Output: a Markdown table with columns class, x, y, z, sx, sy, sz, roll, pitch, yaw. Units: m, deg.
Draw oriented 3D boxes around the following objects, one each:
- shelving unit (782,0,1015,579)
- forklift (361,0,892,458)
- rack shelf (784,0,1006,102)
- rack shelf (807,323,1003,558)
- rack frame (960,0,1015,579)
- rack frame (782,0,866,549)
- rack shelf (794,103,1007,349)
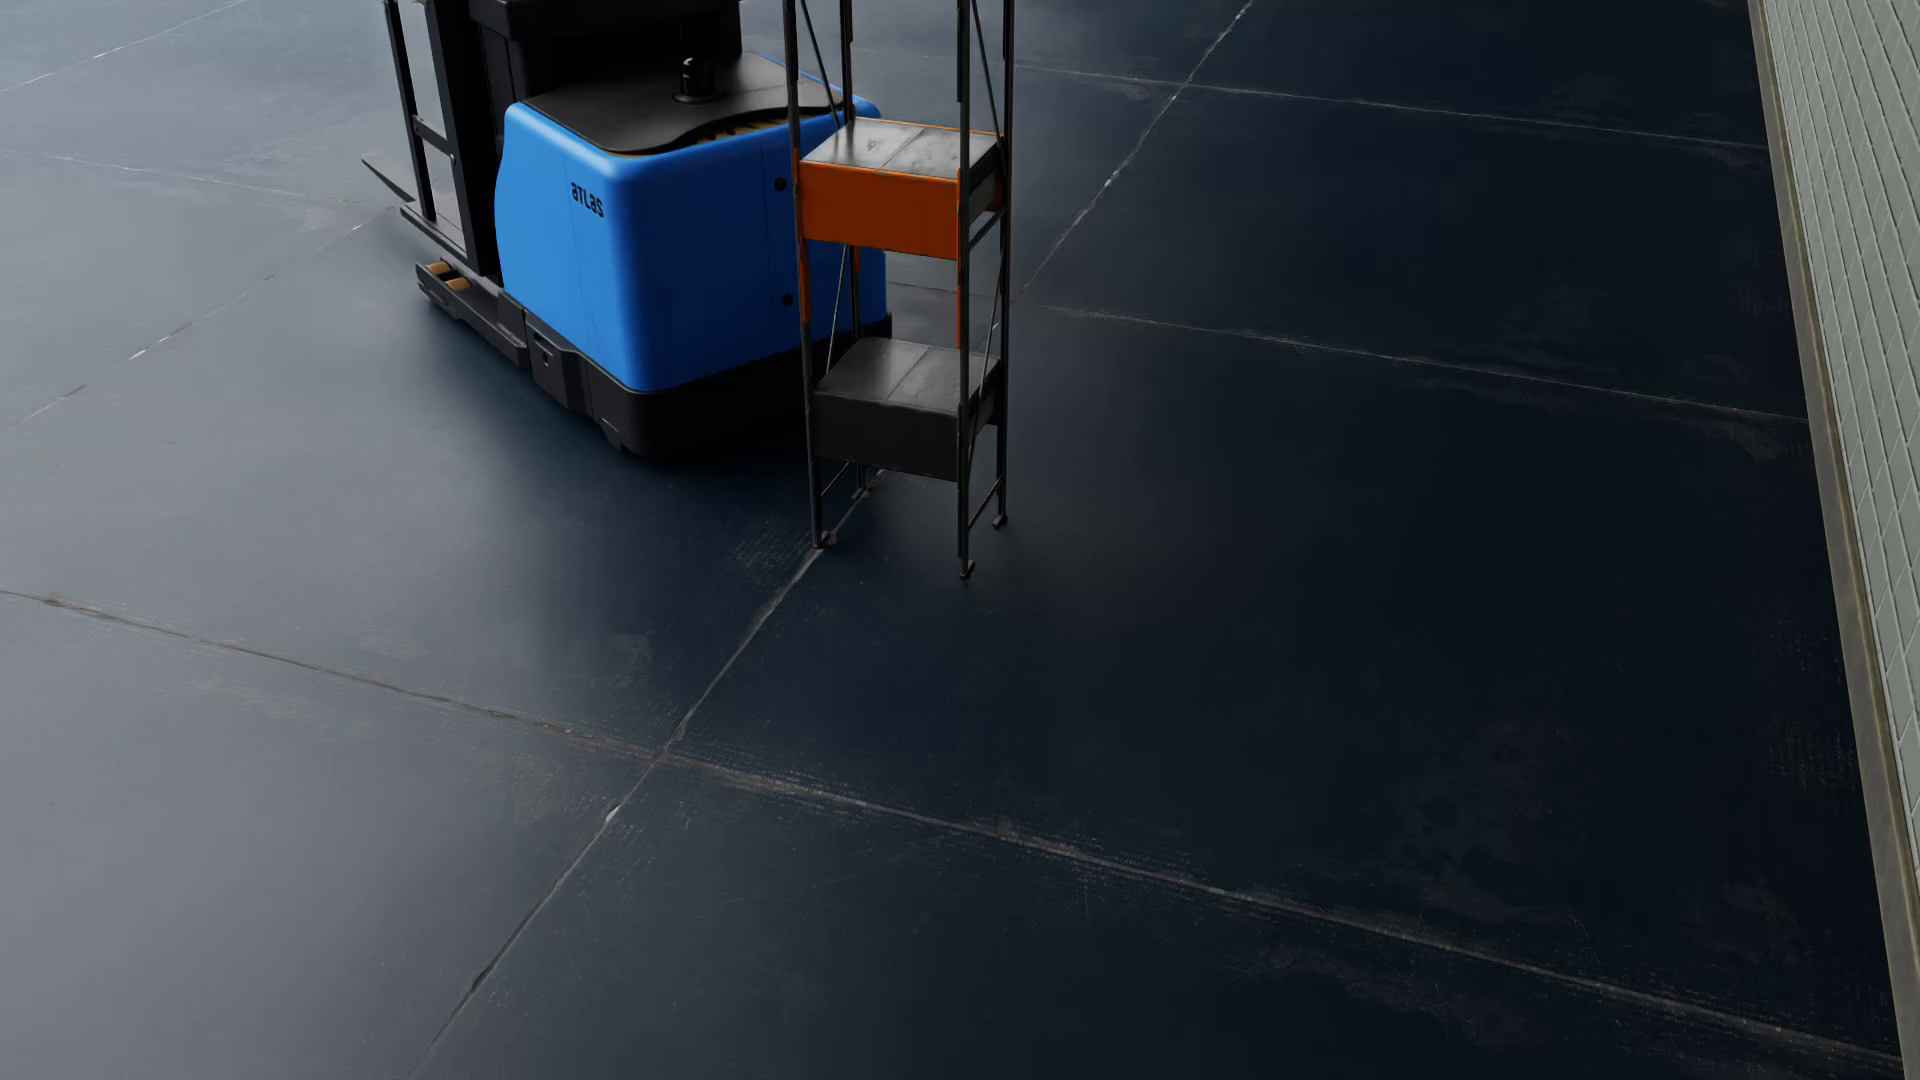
| class | x | y | z | sx | sy | sz | roll | pitch | yaw |
| --- | --- | --- | --- | --- | --- | --- | --- | --- | --- |
| shelving unit | -0.156 | -0.912 | 4.727 | 0.503 | 2.100 | 0.431 | 11 | 34 | 16 |
| forklift | -1.536 | -2.247 | 6.029 | 1.130 | 2.935 | 3.031 | -22 | 39 | -31 |
| rack shelf | -0.156 | -1.489 | 4.355 | 0.480 | 0.518 | 0.431 | 11 | 34 | 16 |
| rack shelf | -0.156 | -0.313 | 5.114 | 0.480 | 0.518 | 0.431 | 11 | 34 | 16 |
| rack frame | 0.074 | -0.868 | 4.658 | 0.015 | 2.100 | 0.400 | 11 | 34 | 16 |
| rack frame | -0.386 | -0.957 | 4.797 | 0.015 | 2.100 | 0.400 | 11 | 34 | 16 |
| rack shelf | -0.156 | -0.901 | 4.735 | 0.480 | 0.518 | 0.431 | 11 | 34 | 16 |
